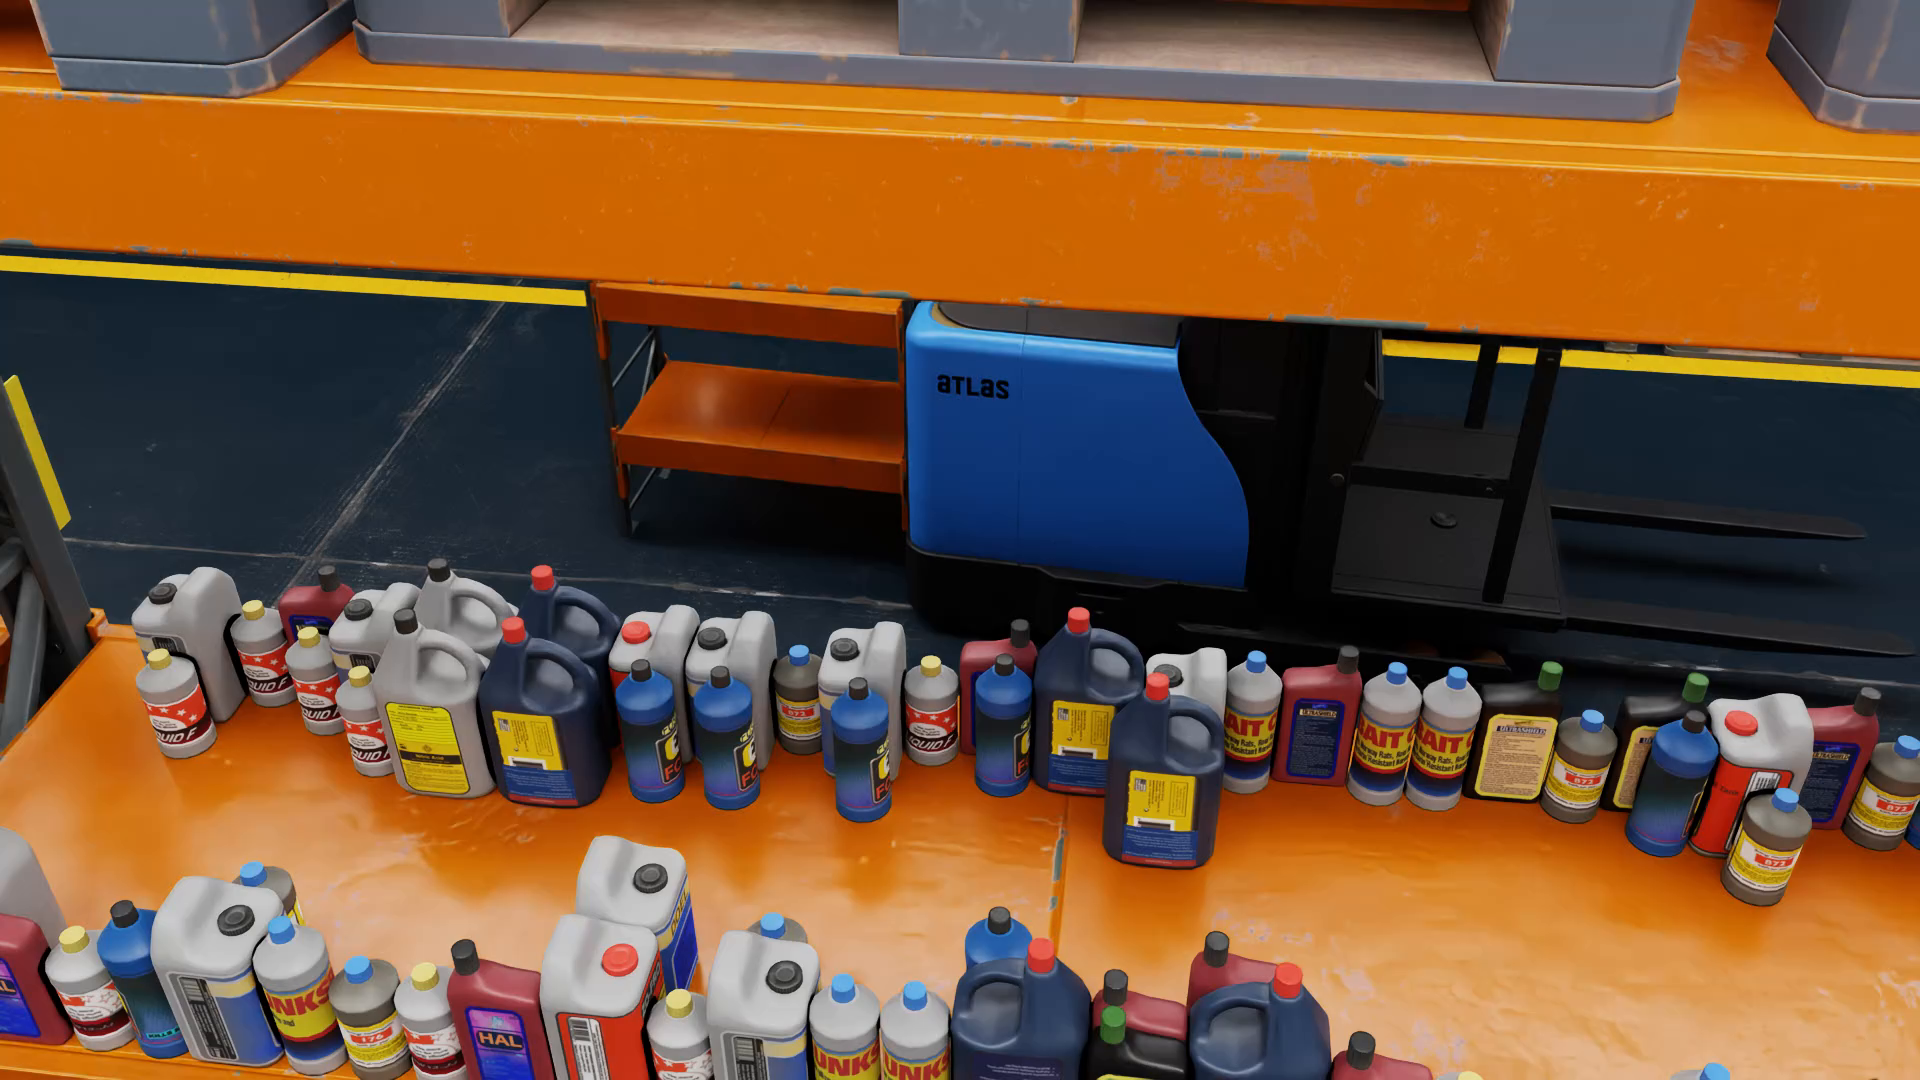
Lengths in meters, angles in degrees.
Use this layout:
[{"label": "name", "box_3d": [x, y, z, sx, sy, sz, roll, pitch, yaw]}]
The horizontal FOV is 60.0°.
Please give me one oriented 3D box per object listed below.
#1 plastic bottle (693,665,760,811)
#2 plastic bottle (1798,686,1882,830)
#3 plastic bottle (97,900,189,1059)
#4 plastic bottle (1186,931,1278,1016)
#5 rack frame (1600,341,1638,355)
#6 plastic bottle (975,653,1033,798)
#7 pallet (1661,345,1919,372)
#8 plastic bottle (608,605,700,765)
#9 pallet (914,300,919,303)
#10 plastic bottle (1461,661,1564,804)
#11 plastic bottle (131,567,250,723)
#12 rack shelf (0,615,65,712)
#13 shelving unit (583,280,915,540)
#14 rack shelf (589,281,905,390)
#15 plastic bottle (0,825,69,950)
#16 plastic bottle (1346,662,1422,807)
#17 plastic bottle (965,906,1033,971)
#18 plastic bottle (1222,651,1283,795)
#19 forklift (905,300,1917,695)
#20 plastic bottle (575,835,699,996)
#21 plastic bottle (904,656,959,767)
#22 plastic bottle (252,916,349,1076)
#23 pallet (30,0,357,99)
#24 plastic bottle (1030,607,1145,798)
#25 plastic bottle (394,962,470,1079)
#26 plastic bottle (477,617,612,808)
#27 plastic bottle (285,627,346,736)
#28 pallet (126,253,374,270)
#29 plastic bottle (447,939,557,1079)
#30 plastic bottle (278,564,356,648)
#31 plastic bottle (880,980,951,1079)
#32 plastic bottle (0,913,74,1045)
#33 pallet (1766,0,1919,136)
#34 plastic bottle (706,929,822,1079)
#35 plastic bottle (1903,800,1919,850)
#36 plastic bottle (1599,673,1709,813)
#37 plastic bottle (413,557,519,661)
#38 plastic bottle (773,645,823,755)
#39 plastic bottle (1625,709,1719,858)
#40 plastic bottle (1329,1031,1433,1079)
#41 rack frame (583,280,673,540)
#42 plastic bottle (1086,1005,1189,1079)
[{"label": "plastic bottle", "box_3d": [-0.396, 0.327, 2.820, 0.097, 0.271, 0.097, 0, 36, 0]}, {"label": "plastic bottle", "box_3d": [1.432, 0.359, 2.766, 0.133, 0.283, 0.061, 4, 36, 6]}, {"label": "plastic bottle", "box_3d": [-1.172, 0.625, 2.403, 0.097, 0.271, 0.097, 0, 36, 0]}, {"label": "plastic bottle", "box_3d": [0.386, 0.662, 2.340, 0.133, 0.283, 0.061, 4, 36, 6]}, {"label": "rack frame", "box_3d": [2.771, -2.274, 6.354, 0.127, 3.000, 1.000, 4, 36, 6]}, {"label": "plastic bottle", "box_3d": [0.074, 0.309, 2.846, 0.097, 0.271, 0.097, 0, 36, 0]}, {"label": "pallet", "box_3d": [3.546, -1.080, 7.081, 1.213, 0.211, 1.003, 4, 36, 6]}, {"label": "plastic bottle", "box_3d": [-0.532, 0.242, 2.936, 0.135, 0.276, 0.152, 4, 36, 6]}, {"label": "pallet", "box_3d": [-0.421, -1.421, 7.559, 1.213, 0.211, 1.003, 4, 36, 6]}, {"label": "plastic bottle", "box_3d": [0.938, 0.322, 2.817, 0.133, 0.283, 0.061, 4, 36, 6]}, {"label": "plastic bottle", "box_3d": [-1.395, 0.178, 3.026, 0.135, 0.276, 0.152, 4, 36, 6]}, {"label": "rack shelf", "box_3d": [-3.811, 0.429, 3.186, 4.000, 0.370, 1.077, 4, 36, 6]}, {"label": "shelving unit", "box_3d": [-0.613, -0.544, 5.544, 1.048, 1.125, 0.538, 6, 36, 9]}, {"label": "rack shelf", "box_3d": [-0.613, -0.782, 5.374, 1.000, 0.278, 0.538, 6, 36, 9]}, {"label": "plastic bottle", "box_3d": [-1.479, 0.520, 2.482, 0.185, 0.351, 0.144, 4, 36, 6]}, {"label": "plastic bottle", "box_3d": [0.724, 0.322, 2.828, 0.097, 0.271, 0.097, 0, 36, 0]}, {"label": "plastic bottle", "box_3d": [0.055, 0.632, 2.393, 0.097, 0.271, 0.097, 0, 36, 0]}, {"label": "plastic bottle", "box_3d": [0.495, 0.305, 2.852, 0.097, 0.271, 0.097, 0, 36, 0]}, {"label": "forklift", "box_3d": [1.397, -1.034, 4.676, 3.031, 2.935, 1.130, 6, 36, 9]}, {"label": "plastic bottle", "box_3d": [-0.479, 0.569, 2.477, 0.135, 0.276, 0.152, 4, 36, 6]}, {"label": "plastic bottle", "box_3d": [-0.050, 0.292, 2.929, 0.097, 0.201, 0.097, 0, 36, 0]}, {"label": "plastic bottle", "box_3d": [-0.942, 0.642, 2.379, 0.097, 0.271, 0.097, 0, 36, 0]}, {"label": "pallet", "box_3d": [-1.037, -0.858, 1.951, 1.003, 0.211, 1.213, 4, 36, 6]}, {"label": "plastic bottle", "box_3d": [0.219, 0.265, 2.839, 0.185, 0.351, 0.144, 4, 36, 6]}, {"label": "plastic bottle", "box_3d": [-0.749, 0.685, 2.379, 0.097, 0.201, 0.097, 0, 36, 0]}, {"label": "plastic bottle", "box_3d": [-0.709, 0.281, 2.817, 0.185, 0.351, 0.144, 4, 36, 6]}, {"label": "plastic bottle", "box_3d": [-1.152, 0.246, 2.995, 0.097, 0.201, 0.097, 0, 36, 0]}, {"label": "pallet", "box_3d": [-3.154, -1.625, 7.845, 1.213, 0.211, 1.003, 4, 36, 6]}, {"label": "plastic bottle", "box_3d": [-0.637, 0.670, 2.329, 0.133, 0.283, 0.061, 4, 36, 6]}, {"label": "plastic bottle", "box_3d": [-1.160, 0.165, 3.036, 0.133, 0.283, 0.061, 4, 36, 6]}, {"label": "plastic bottle", "box_3d": [-0.060, 0.708, 2.287, 0.097, 0.271, 0.097, 0, 36, 0]}, {"label": "plastic bottle", "box_3d": [-1.385, 0.615, 2.407, 0.133, 0.283, 0.061, 4, 36, 6]}, {"label": "pallet", "box_3d": [1.394, -0.677, 1.697, 1.213, 0.211, 1.003, 4, 36, 6]}, {"label": "plastic bottle", "box_3d": [-0.268, 0.674, 2.330, 0.135, 0.276, 0.152, 4, 36, 6]}, {"label": "plastic bottle", "box_3d": [1.641, 0.390, 2.732, 0.097, 0.271, 0.097, 0, 36, 0]}, {"label": "plastic bottle", "box_3d": [1.166, 0.339, 2.793, 0.133, 0.283, 0.061, 4, 36, 6]}, {"label": "plastic bottle", "box_3d": [-0.874, 0.184, 2.953, 0.185, 0.351, 0.144, 4, 36, 6]}, {"label": "plastic bottle", "box_3d": [-0.280, 0.275, 2.953, 0.097, 0.201, 0.097, 0, 36, 0]}, {"label": "plastic bottle", "box_3d": [1.174, 0.391, 2.731, 0.097, 0.271, 0.097, 0, 36, 0]}, {"label": "plastic bottle", "box_3d": [0.551, 0.759, 2.205, 0.133, 0.283, 0.061, 4, 36, 6]}, {"label": "rack frame", "box_3d": [-1.112, -0.600, 5.623, 0.032, 1.125, 0.500, 6, 36, 9]}, {"label": "plastic bottle", "box_3d": [0.236, 0.735, 2.238, 0.133, 0.283, 0.061, 4, 36, 6]}]
